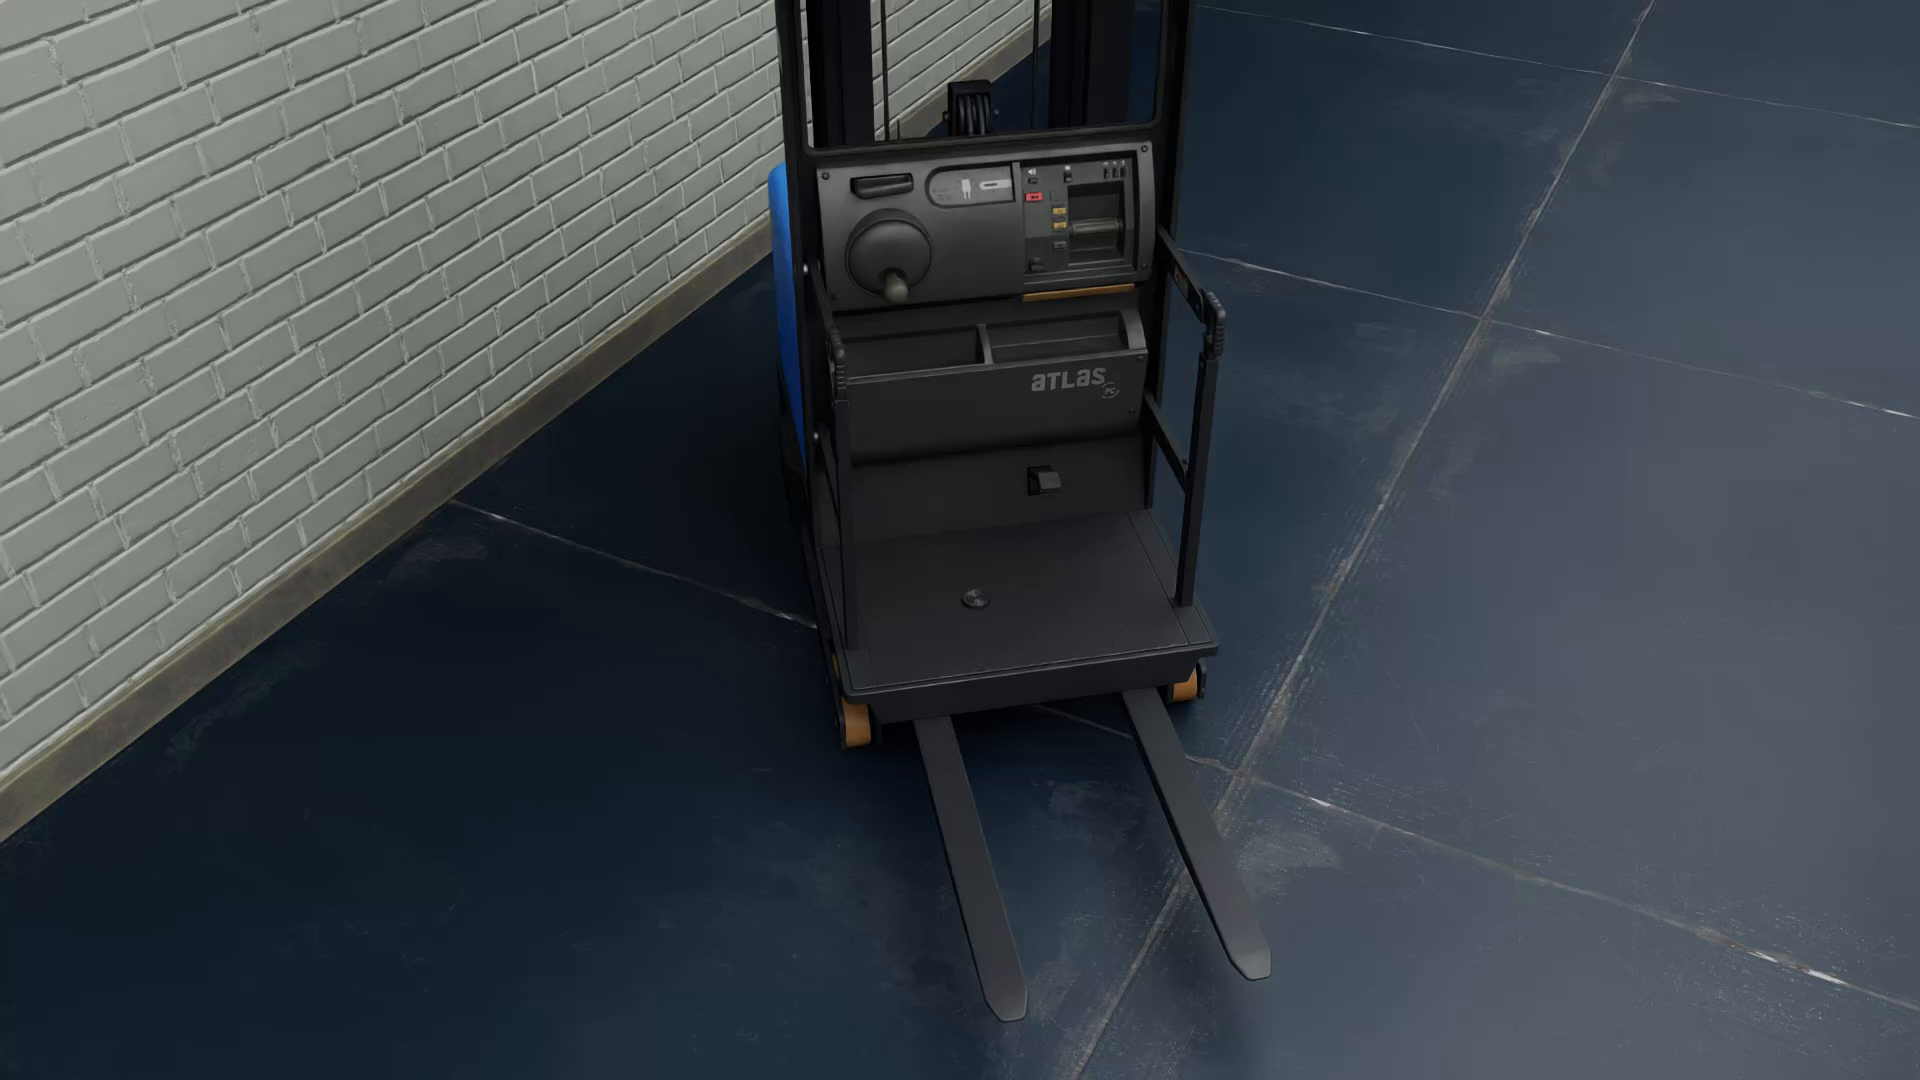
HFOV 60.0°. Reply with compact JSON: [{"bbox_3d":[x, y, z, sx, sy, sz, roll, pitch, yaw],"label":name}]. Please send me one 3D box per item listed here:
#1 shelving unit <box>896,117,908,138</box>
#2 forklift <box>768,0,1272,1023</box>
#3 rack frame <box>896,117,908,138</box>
[{"bbox_3d":[-0.320,-1.031,6.229,0.252,1.050,0.215,-7,34,-10],"label":"shelving unit"},{"bbox_3d":[0.123,-0.798,4.377,1.130,2.935,3.031,-7,38,-9],"label":"forklift"},{"bbox_3d":[-0.201,-1.047,6.250,0.008,1.050,0.200,-7,34,-10],"label":"rack frame"}]
